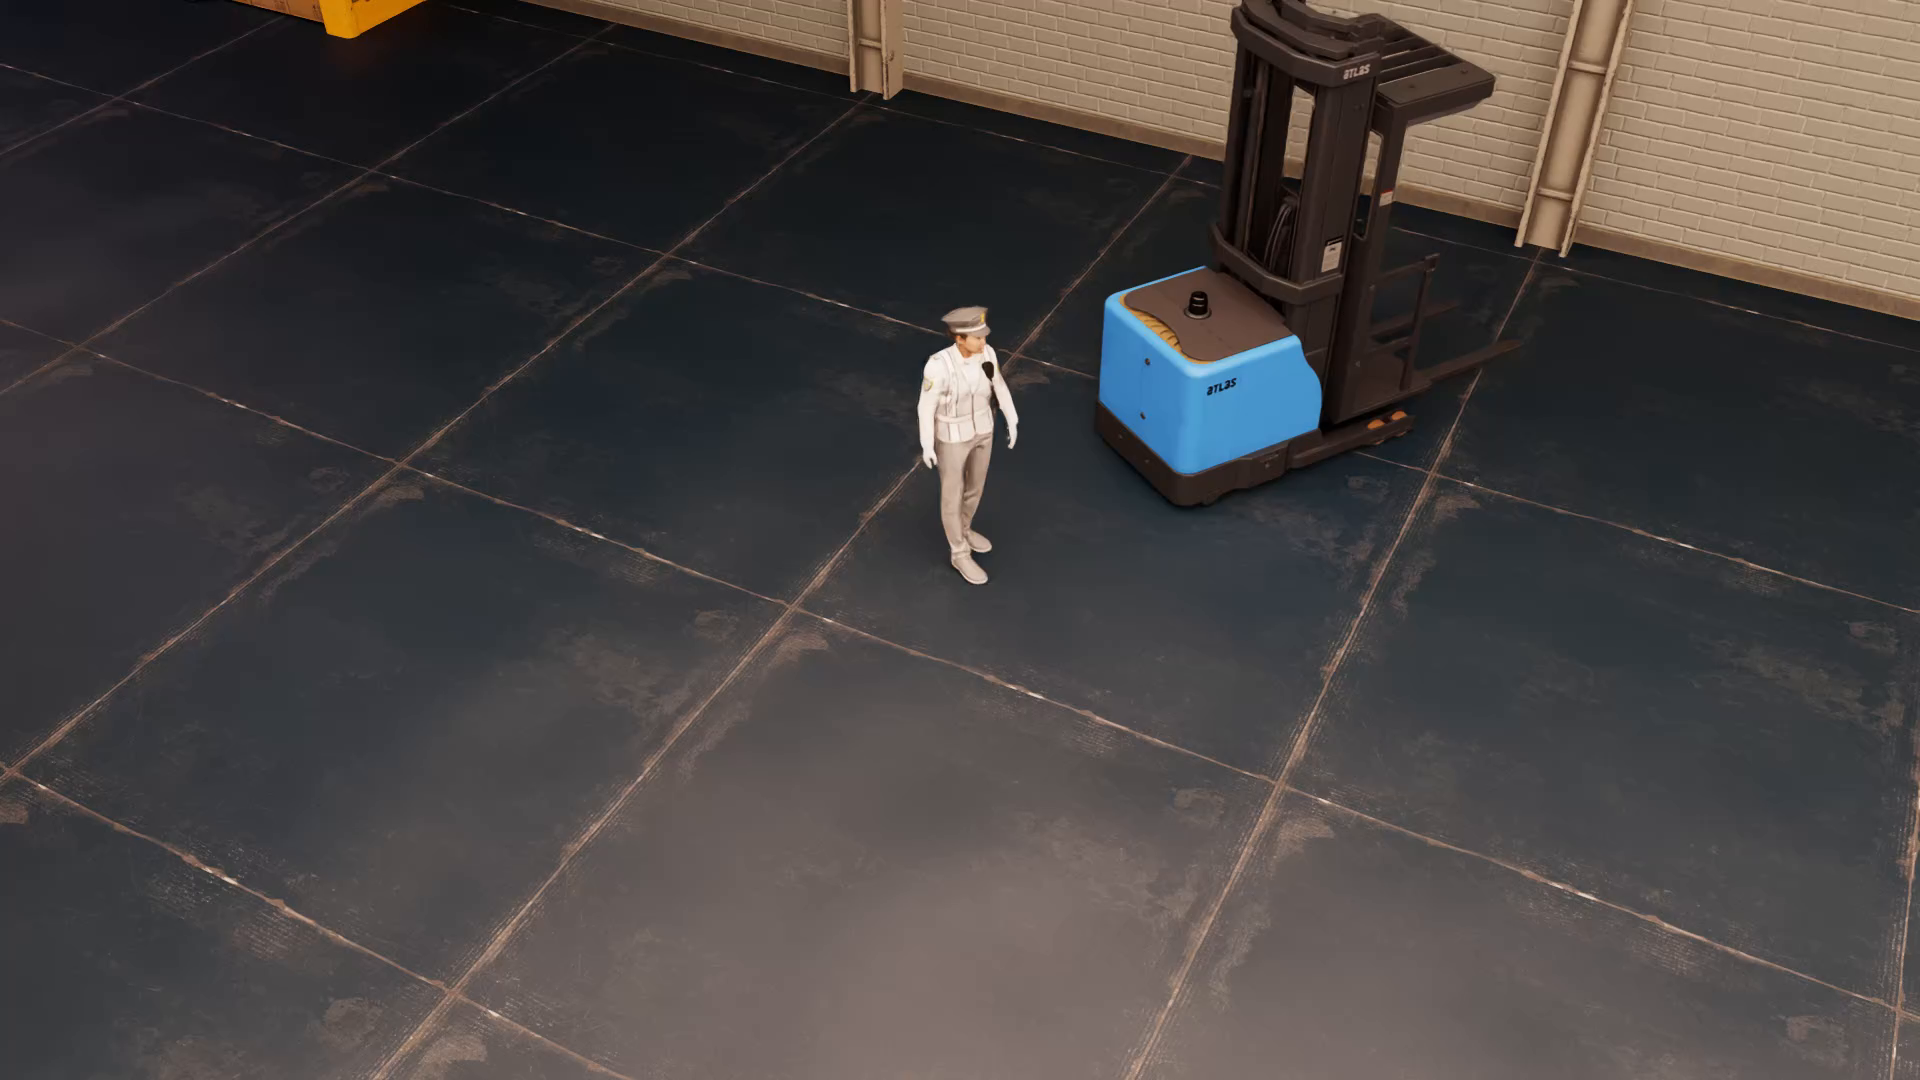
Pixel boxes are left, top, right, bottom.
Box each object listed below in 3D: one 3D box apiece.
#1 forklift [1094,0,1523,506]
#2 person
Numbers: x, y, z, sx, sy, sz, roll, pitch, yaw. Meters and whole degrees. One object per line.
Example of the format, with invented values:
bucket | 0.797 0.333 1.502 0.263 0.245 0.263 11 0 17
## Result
forklift | 2.430 -2.026 10.392 3.031 2.935 1.130 -20 44 -22
person | 0.099 -0.562 9.626 0.614 1.681 0.556 -22 45 -24
